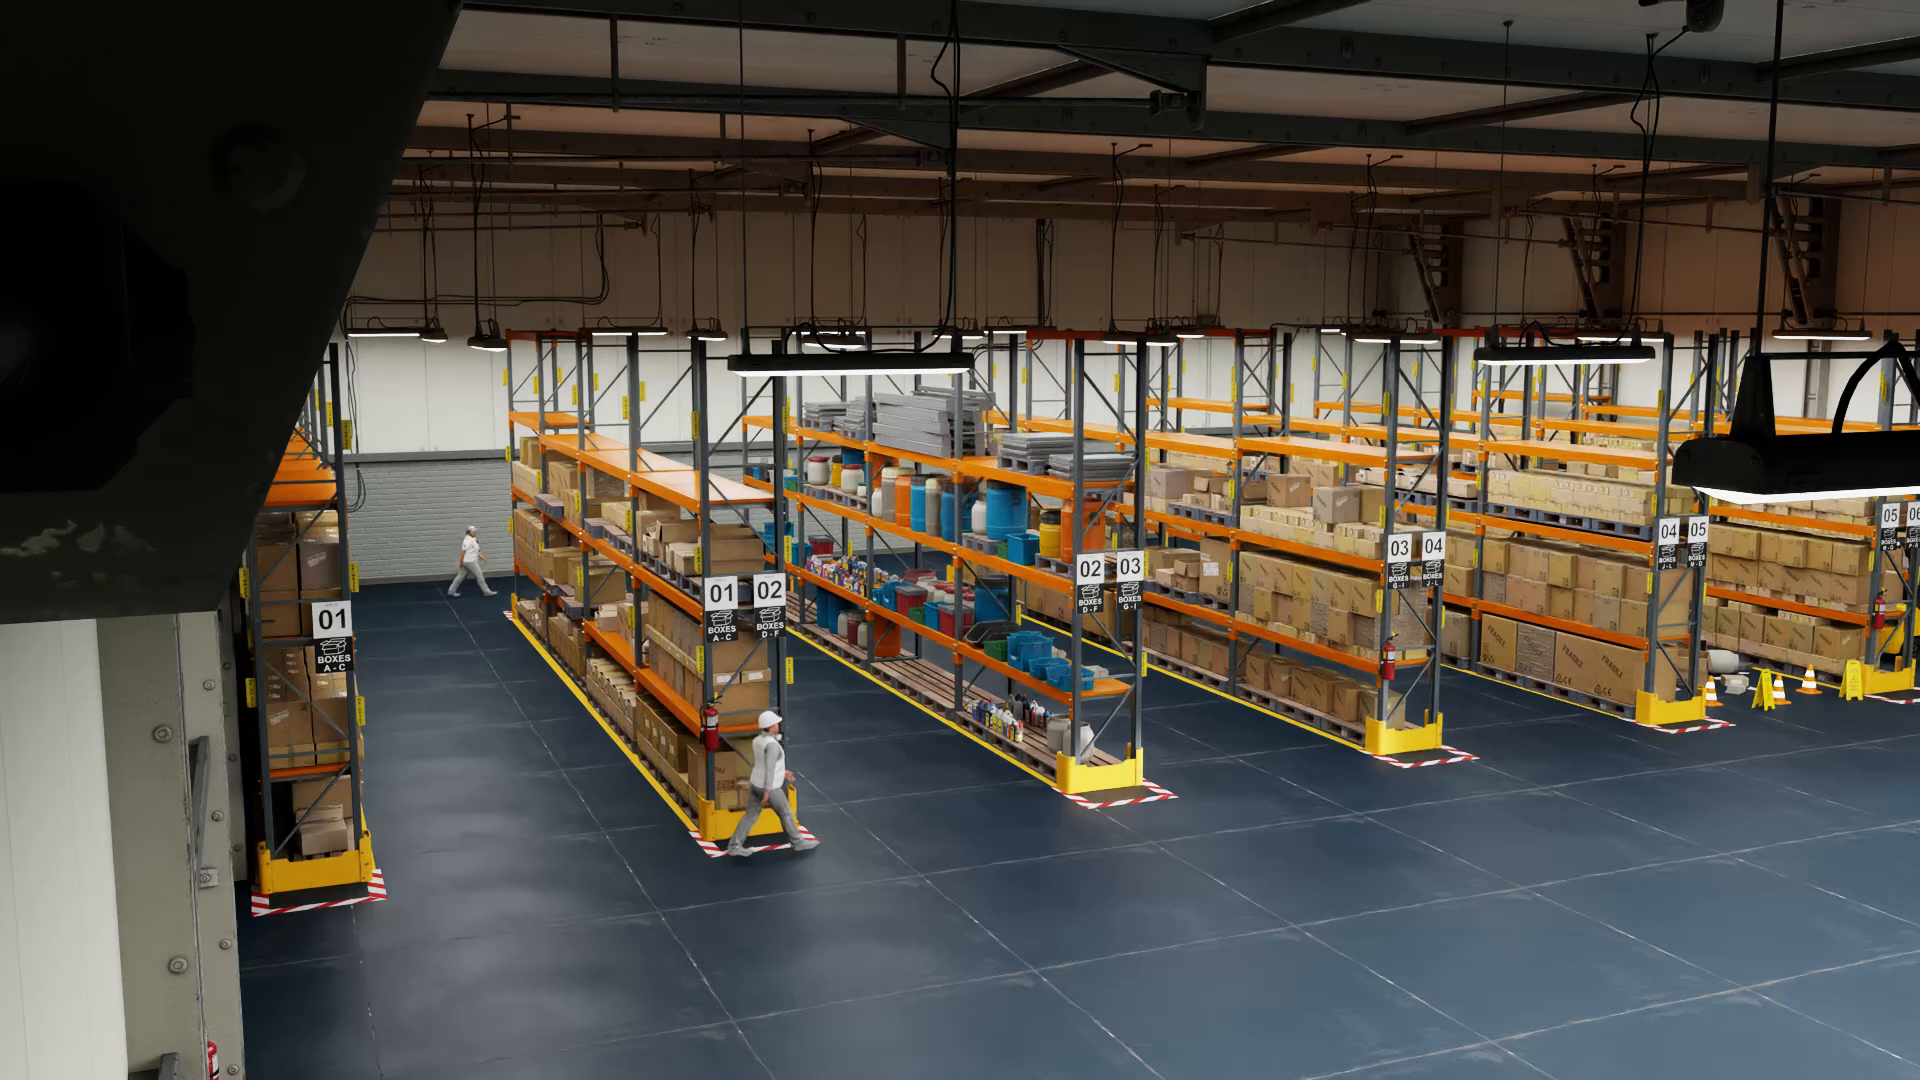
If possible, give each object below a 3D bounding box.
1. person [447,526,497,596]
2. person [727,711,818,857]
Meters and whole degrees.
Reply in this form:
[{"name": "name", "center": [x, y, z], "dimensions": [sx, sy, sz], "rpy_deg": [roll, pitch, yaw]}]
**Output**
[{"name": "person", "center": [-10.922, 0.469, 37.182], "dimensions": [1.054, 1.590, 0.452], "rpy_deg": [-3, 8, -19]}, {"name": "person", "center": [-2.191, 2.833, 19.416], "dimensions": [1.089, 1.702, 0.584], "rpy_deg": [-4, 9, -26]}]
